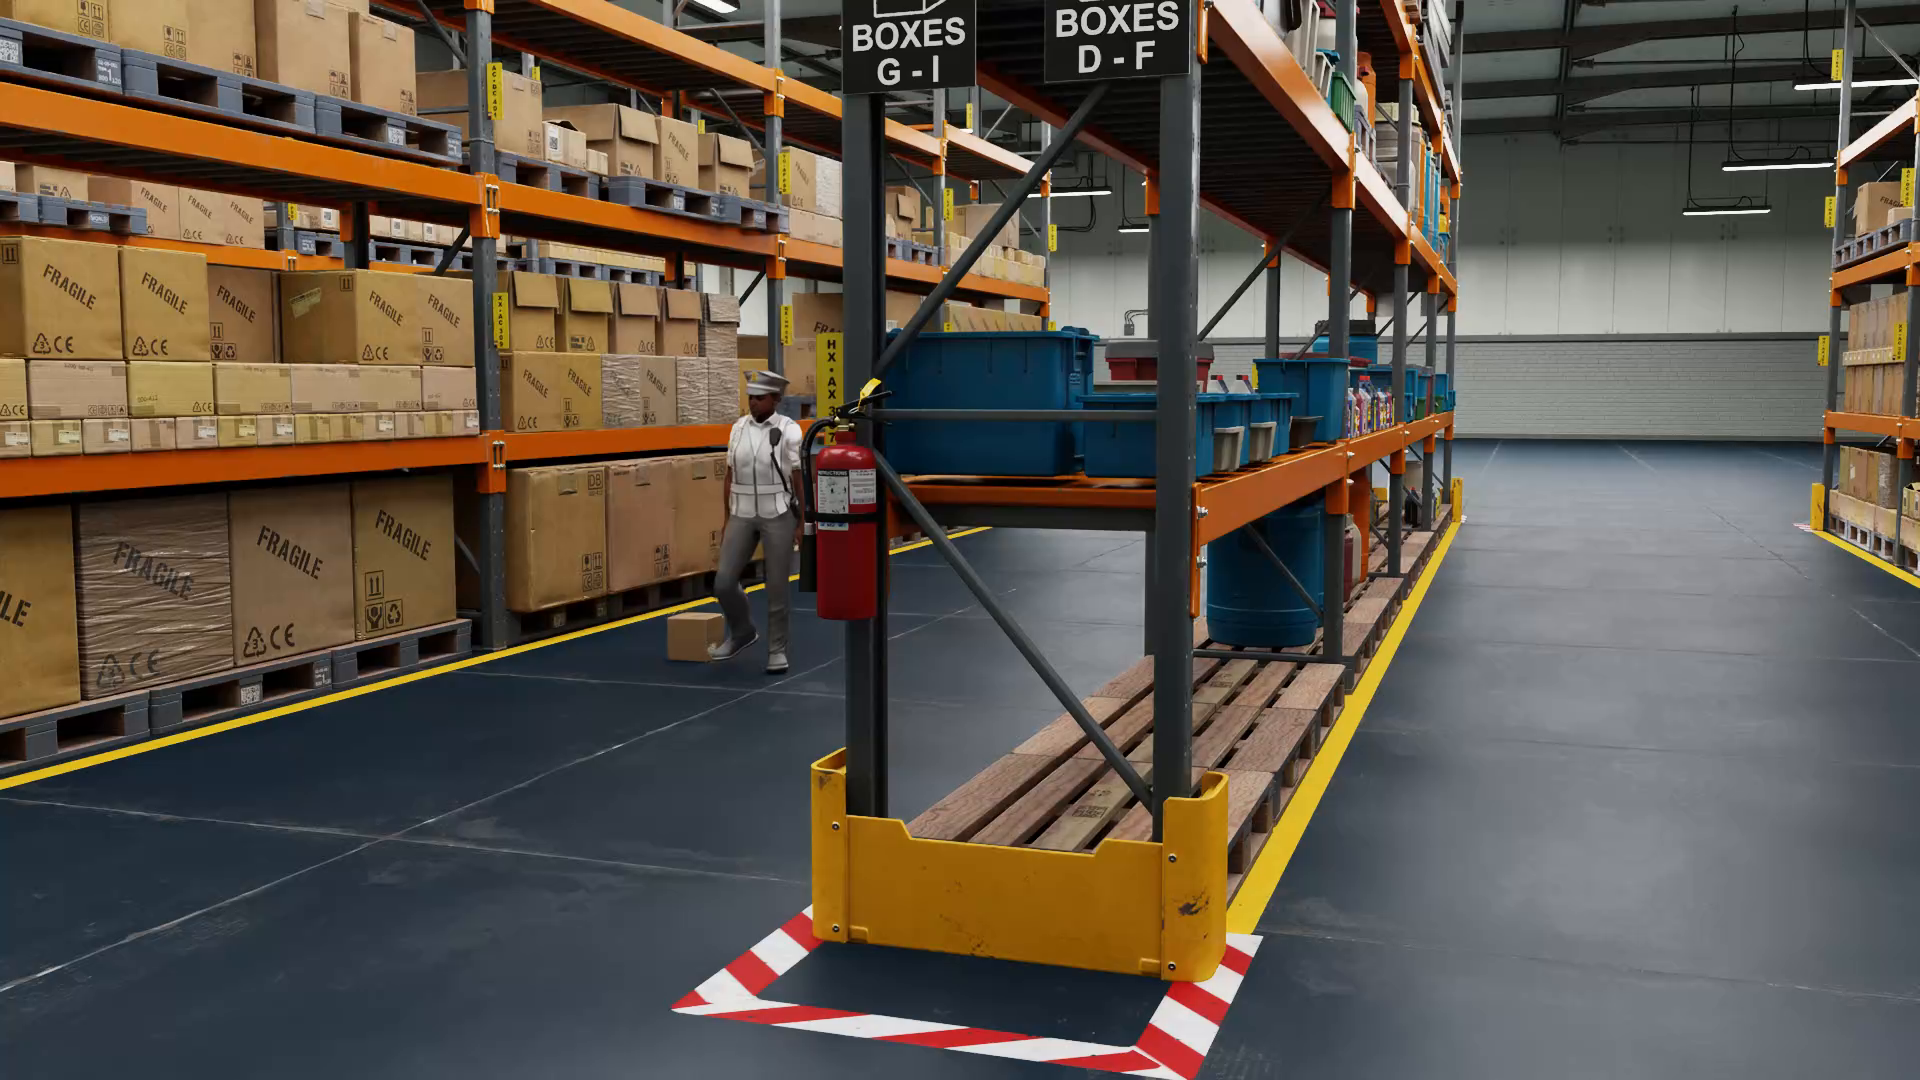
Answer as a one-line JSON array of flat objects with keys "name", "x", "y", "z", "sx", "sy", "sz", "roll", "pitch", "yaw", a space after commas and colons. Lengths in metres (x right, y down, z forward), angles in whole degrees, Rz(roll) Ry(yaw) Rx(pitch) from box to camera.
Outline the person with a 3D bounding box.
[{"name": "person", "x": -1.130, "y": -0.106, "z": 9.210, "sx": 0.590, "sy": 1.659, "sz": 0.459, "roll": 1, "pitch": 5, "yaw": 11}]
